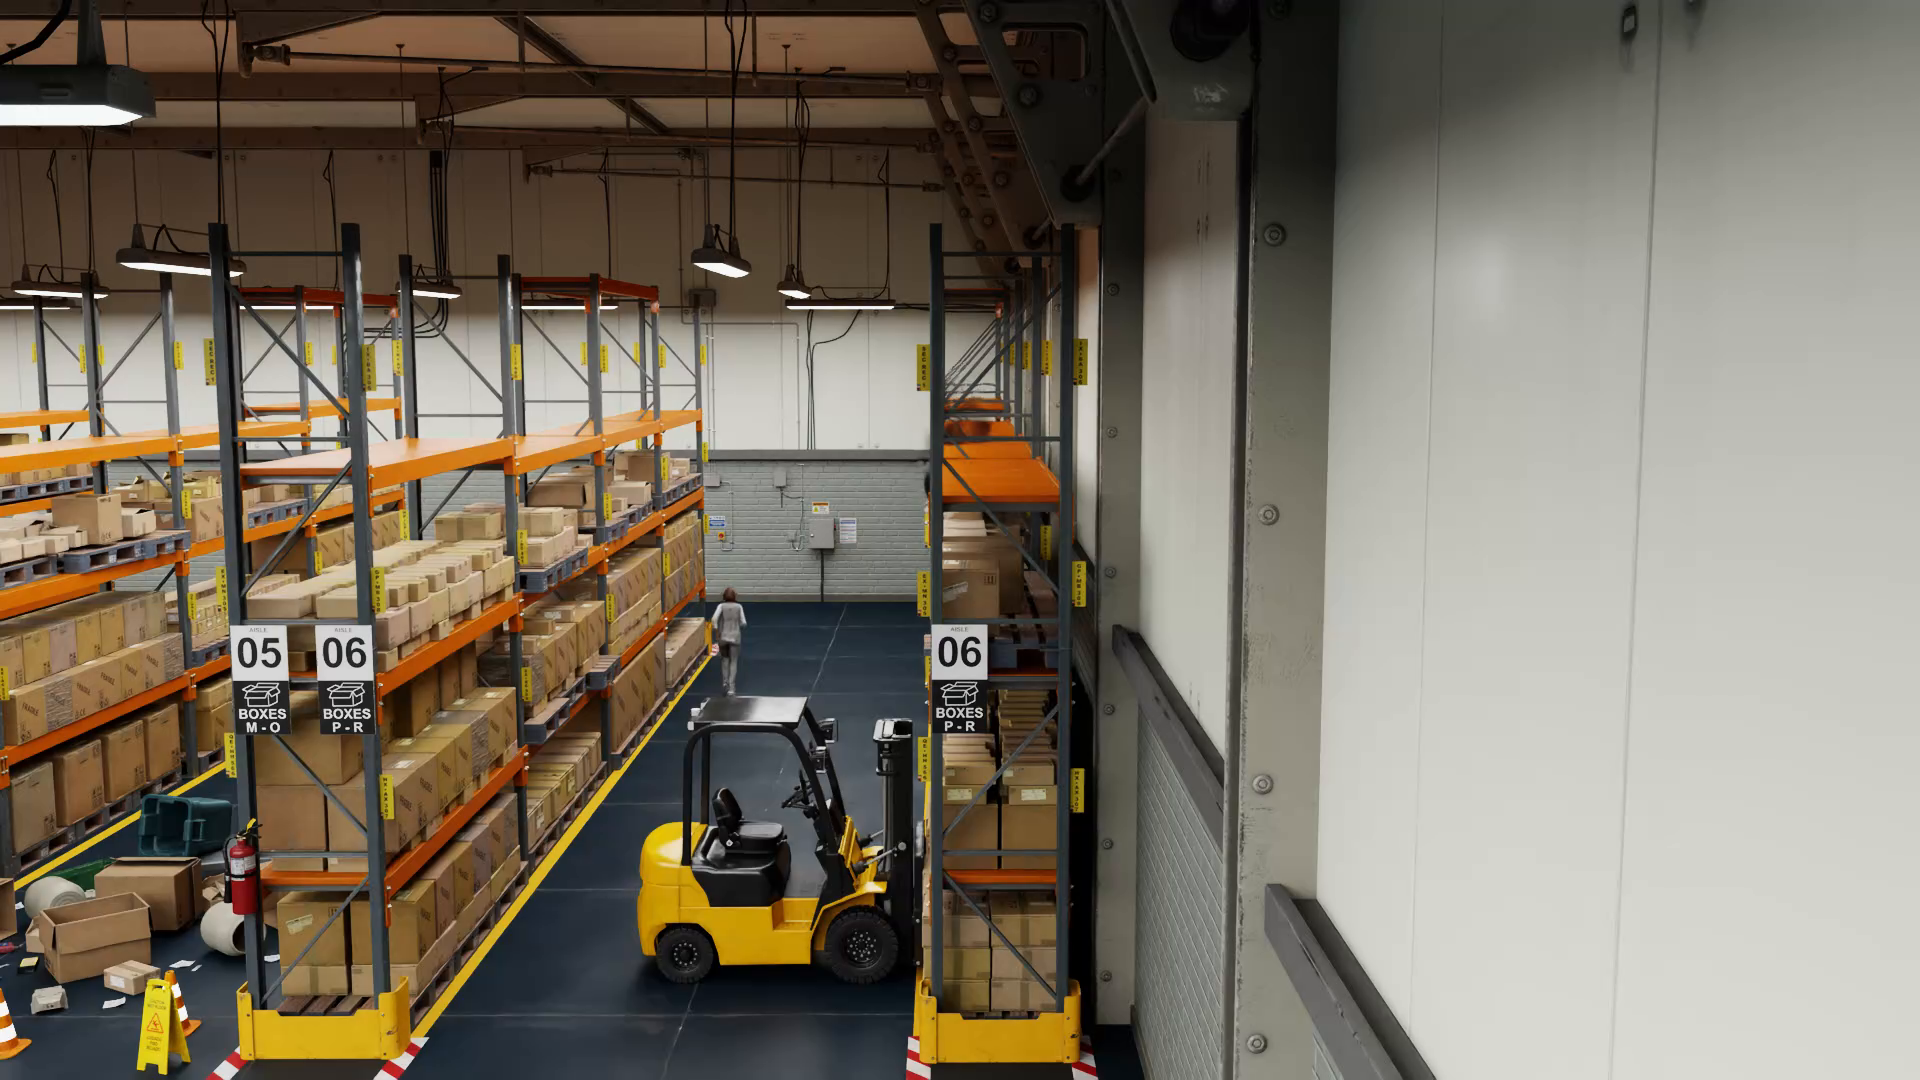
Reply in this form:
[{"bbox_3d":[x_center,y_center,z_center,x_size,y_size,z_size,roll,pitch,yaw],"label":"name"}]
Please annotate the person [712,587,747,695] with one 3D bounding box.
[{"bbox_3d":[-3.395,1.509,24.606,0.480,1.636,0.774,0,7,0],"label":"person"}]
